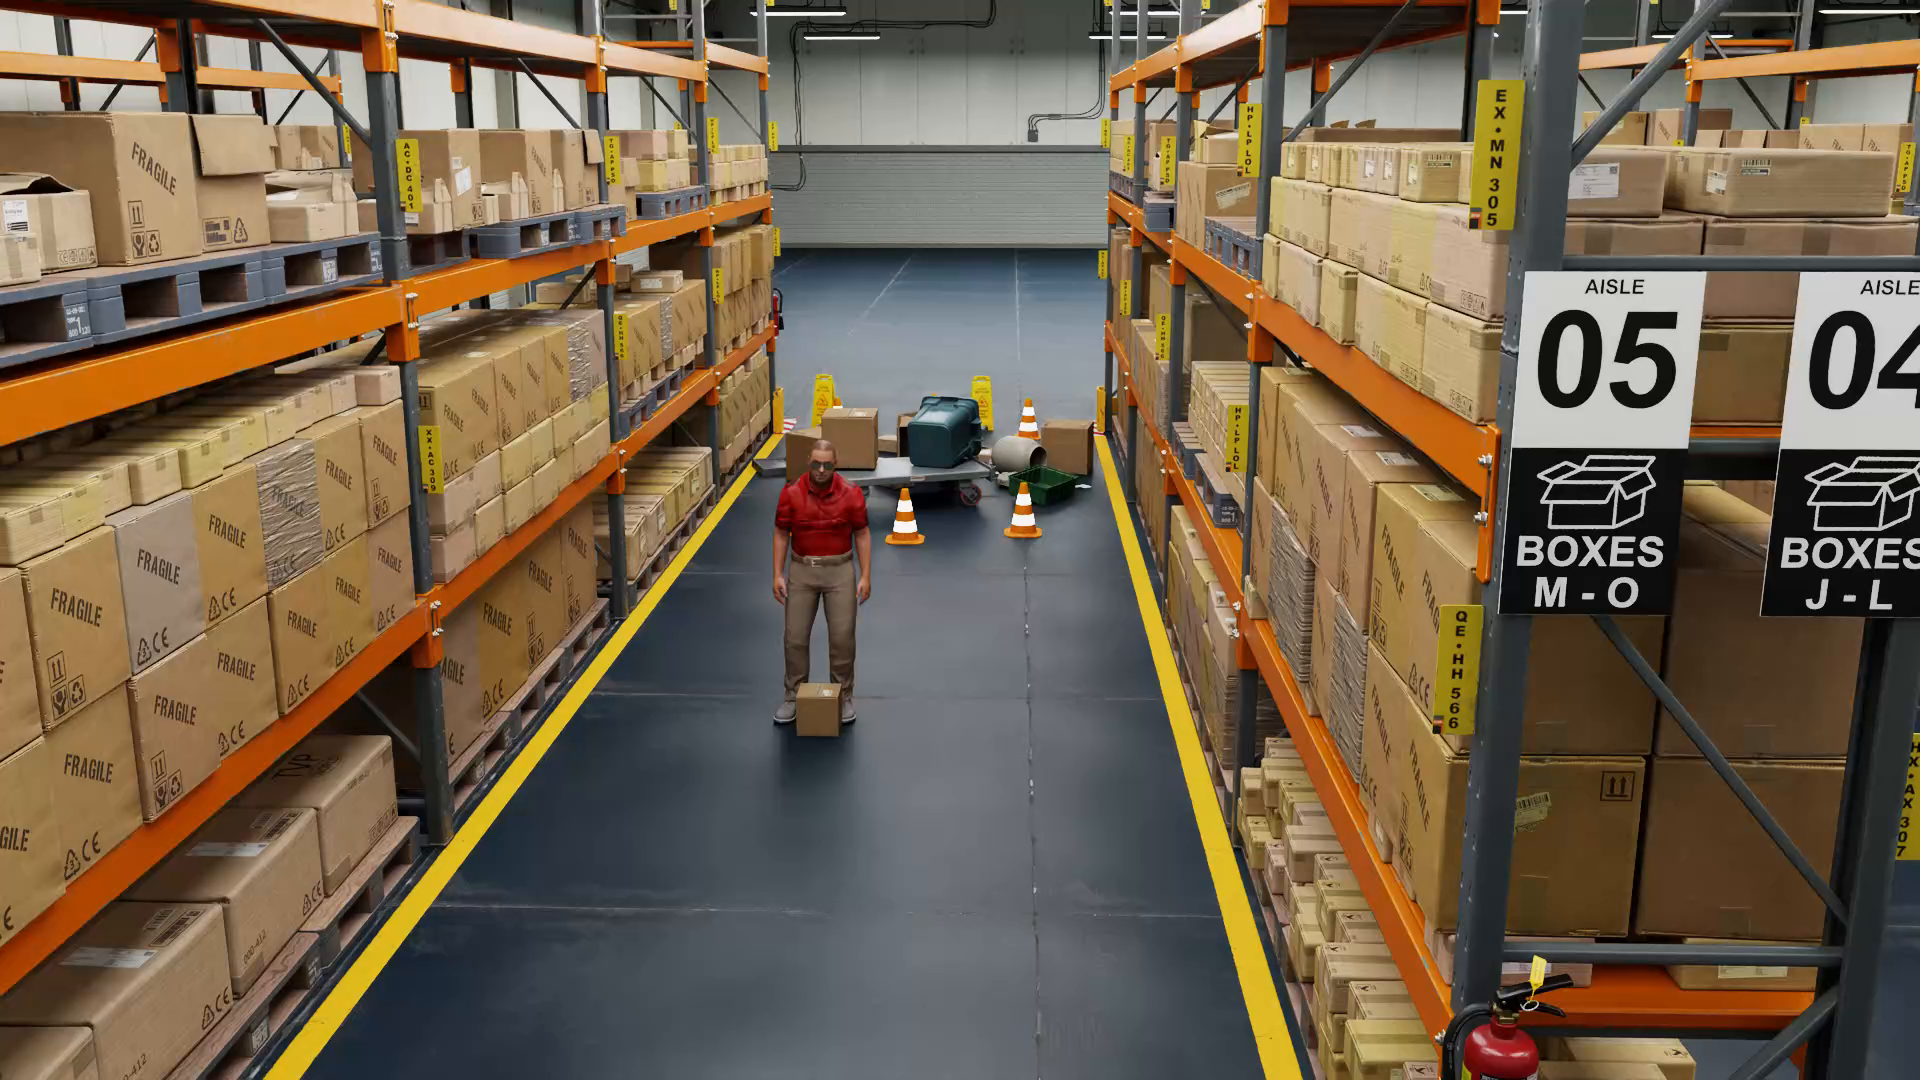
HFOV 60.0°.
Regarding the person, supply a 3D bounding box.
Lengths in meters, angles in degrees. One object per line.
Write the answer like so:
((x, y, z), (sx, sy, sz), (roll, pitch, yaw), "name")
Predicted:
((-0.837, 0.239, 10.051), (0.603, 1.728, 0.384), (0, 14, -1), "person")
